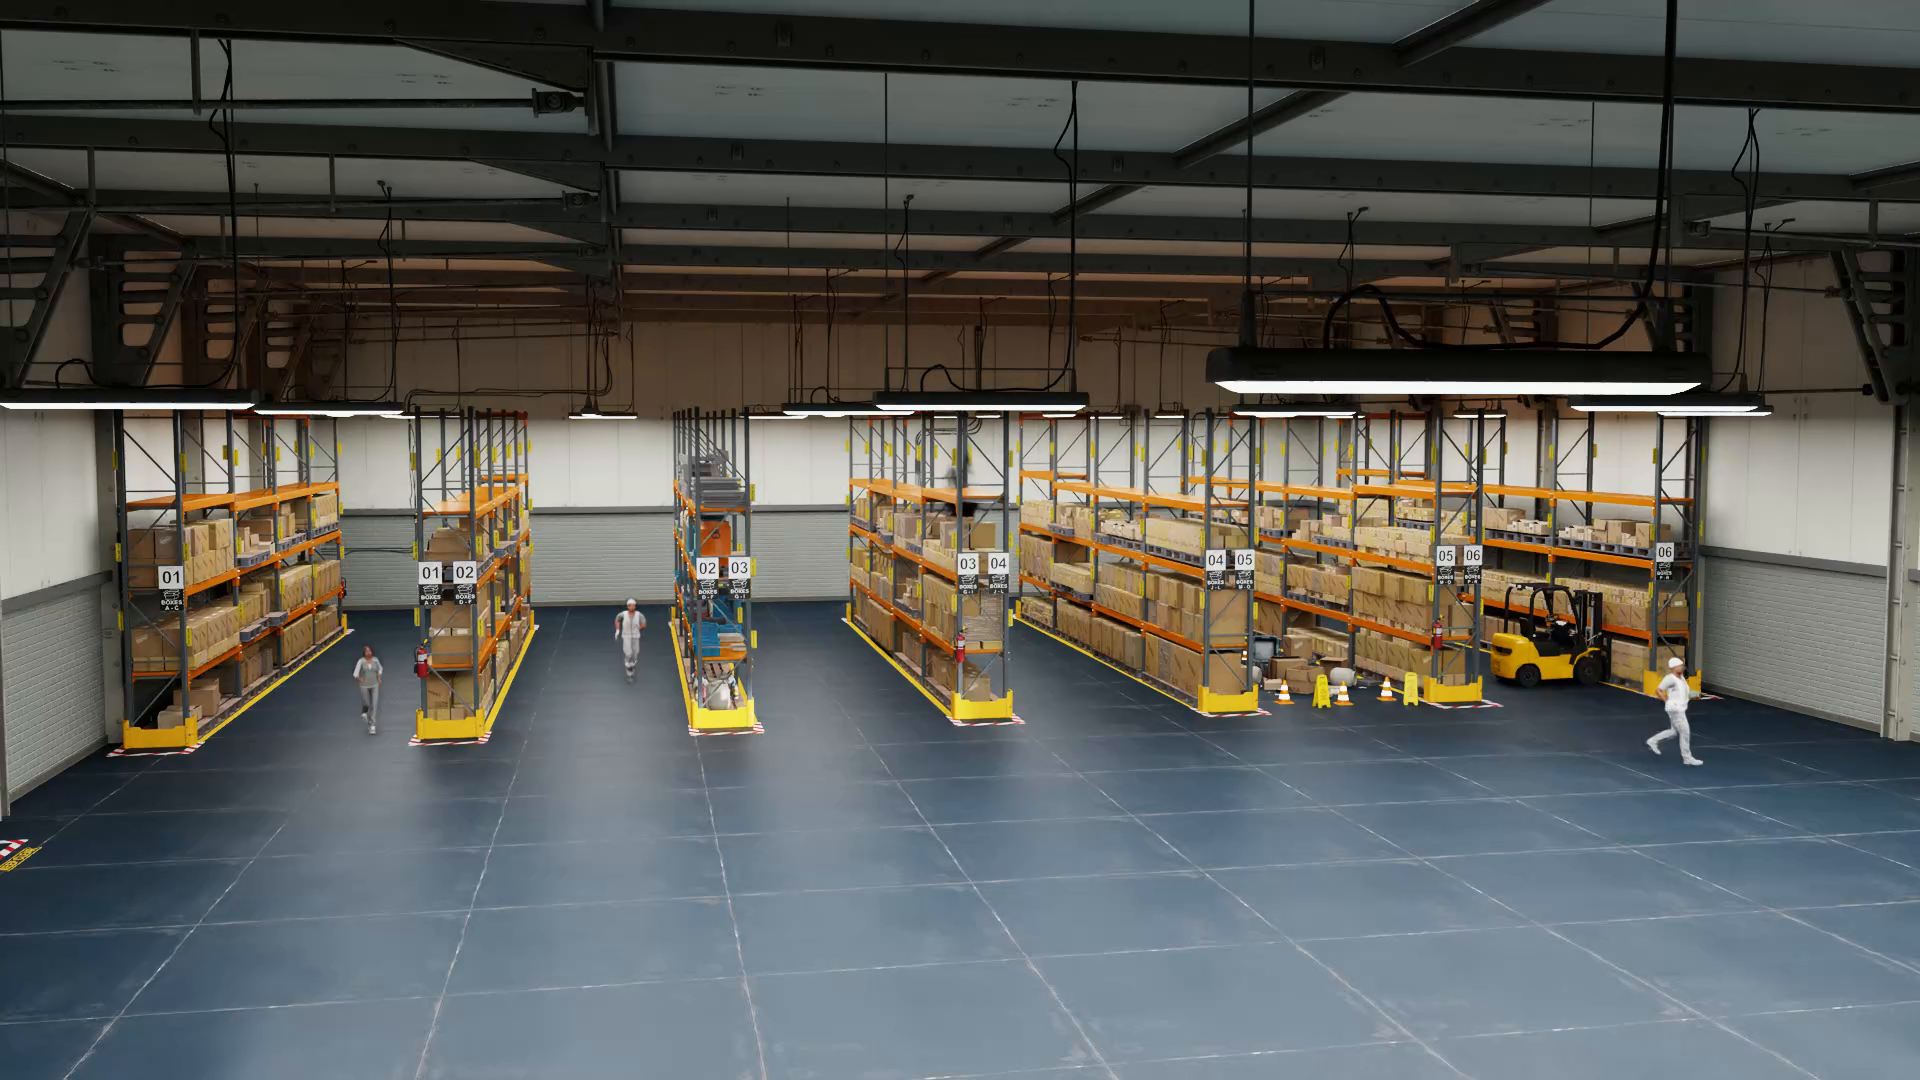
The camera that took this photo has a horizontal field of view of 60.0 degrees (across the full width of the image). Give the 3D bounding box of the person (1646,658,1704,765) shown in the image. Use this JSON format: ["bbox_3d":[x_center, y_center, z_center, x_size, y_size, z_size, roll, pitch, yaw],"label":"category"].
[{"bbox_3d":[11.974,2.847,27.826,0.964,1.759,0.695,3,5,39],"label":"person"}]

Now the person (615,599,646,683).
[{"bbox_3d":[-7.257,2.215,36.699,0.643,1.844,0.876,-2,4,-21],"label":"person"}]

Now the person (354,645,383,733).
[{"bbox_3d":[-10.975,2.747,30.878,0.538,1.592,0.812,-2,5,-28],"label":"person"}]
